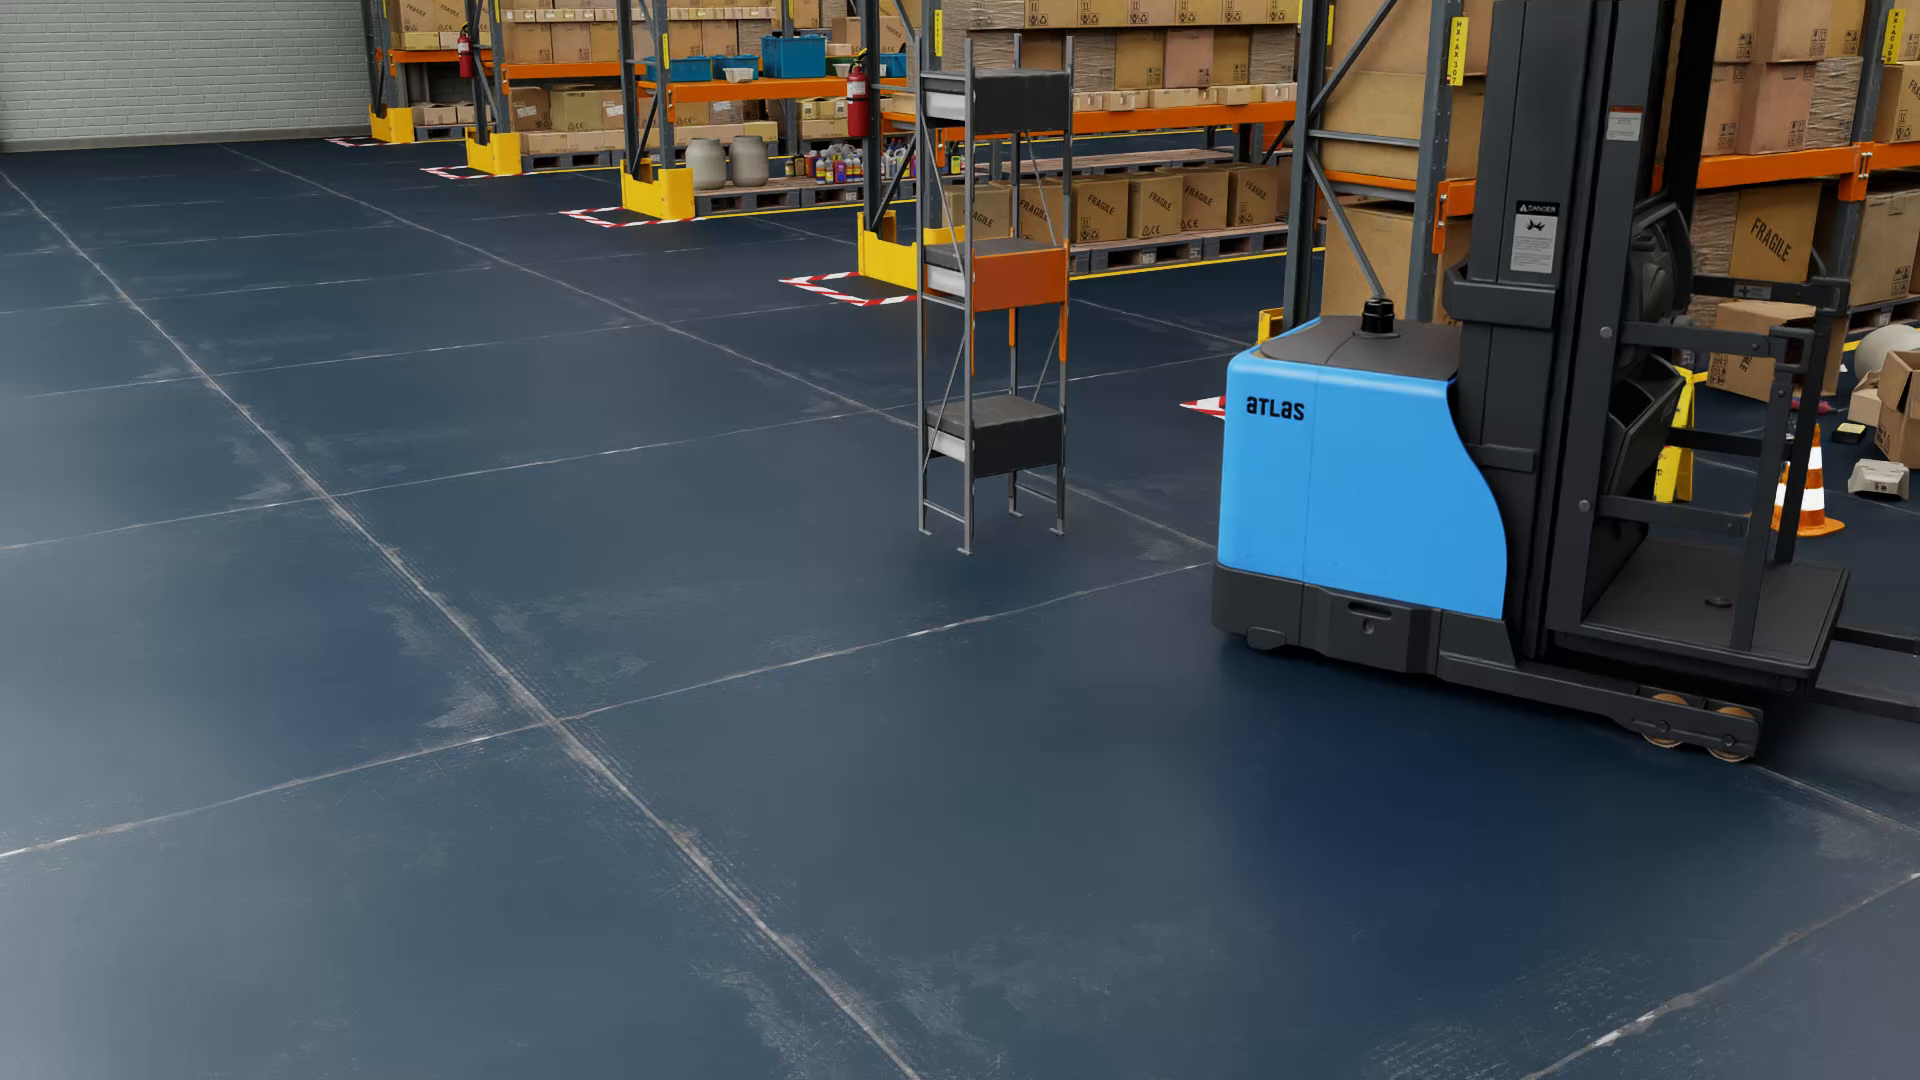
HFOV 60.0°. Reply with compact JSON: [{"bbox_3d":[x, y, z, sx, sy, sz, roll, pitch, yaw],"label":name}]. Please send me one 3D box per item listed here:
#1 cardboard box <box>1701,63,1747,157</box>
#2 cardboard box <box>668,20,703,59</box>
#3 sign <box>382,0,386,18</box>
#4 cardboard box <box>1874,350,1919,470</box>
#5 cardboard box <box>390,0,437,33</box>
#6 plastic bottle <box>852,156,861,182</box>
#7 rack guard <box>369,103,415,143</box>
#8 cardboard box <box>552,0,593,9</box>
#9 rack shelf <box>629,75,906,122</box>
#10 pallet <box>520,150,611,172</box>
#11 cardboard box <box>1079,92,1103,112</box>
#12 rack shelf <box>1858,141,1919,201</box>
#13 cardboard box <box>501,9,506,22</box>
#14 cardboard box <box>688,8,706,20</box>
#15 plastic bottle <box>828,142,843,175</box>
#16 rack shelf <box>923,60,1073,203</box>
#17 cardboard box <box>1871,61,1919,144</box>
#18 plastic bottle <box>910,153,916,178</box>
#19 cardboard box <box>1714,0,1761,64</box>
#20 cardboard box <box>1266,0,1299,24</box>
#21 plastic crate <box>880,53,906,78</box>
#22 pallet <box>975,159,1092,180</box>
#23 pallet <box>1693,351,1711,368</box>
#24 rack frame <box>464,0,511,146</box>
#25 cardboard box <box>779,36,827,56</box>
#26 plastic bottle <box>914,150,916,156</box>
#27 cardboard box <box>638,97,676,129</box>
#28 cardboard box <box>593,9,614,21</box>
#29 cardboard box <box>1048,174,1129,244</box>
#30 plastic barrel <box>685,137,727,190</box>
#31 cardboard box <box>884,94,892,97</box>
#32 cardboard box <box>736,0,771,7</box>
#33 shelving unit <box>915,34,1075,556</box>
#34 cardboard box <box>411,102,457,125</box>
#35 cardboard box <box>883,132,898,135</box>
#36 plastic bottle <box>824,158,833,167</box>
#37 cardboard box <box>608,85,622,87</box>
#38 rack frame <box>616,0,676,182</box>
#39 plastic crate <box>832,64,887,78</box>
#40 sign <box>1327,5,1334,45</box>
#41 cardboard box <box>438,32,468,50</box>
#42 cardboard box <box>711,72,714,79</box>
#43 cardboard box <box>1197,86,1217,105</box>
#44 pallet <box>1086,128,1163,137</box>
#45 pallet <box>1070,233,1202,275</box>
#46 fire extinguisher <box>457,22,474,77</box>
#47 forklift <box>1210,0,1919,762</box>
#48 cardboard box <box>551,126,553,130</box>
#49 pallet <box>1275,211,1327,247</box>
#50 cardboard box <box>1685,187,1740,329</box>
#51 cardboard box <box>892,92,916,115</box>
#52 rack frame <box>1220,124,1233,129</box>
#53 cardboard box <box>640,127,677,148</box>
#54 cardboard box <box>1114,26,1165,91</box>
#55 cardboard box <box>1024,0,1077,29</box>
[{"bbox_3d":[4.260,-2.682,10.262,0.550,0.550,0.875,-12,22,-31],"label":"cardboard box"},{"bbox_3d":[-3.790,-6.627,22.006,0.500,0.500,0.700,-12,22,-31],"label":"cardboard box"},{"bbox_3d":[-8.334,-7.726,24.062,0.005,0.325,0.100,-12,22,-31],"label":"sign"},{"bbox_3d":[5.065,-0.639,8.350,0.797,0.503,0.637,5,19,16],"label":"cardboard box"},{"bbox_3d":[-8.069,-7.758,24.542,0.500,0.500,0.500,-12,22,-31],"label":"cardboard box"},{"bbox_3d":[-1.129,-4.041,18.087,0.097,0.271,0.097,0,19,0],"label":"plastic bottle"},{"bbox_3d":[-8.570,-6.290,25.070,0.348,0.500,1.175,-12,22,-31],"label":"rack guard"},{"bbox_3d":[-5.028,-6.981,21.028,0.500,0.500,0.700,-13,22,-33],"label":"cardboard box"},{"bbox_3d":[-1.514,-4.822,17.949,4.000,0.370,1.077,-12,22,-31],"label":"rack shelf"},{"bbox_3d":[-5.290,-4.961,21.591,1.213,0.211,1.003,-12,22,-31],"label":"pallet"},{"bbox_3d":[0.949,-3.575,13.530,0.250,0.149,0.380,-12,22,-31],"label":"cardboard box"},{"bbox_3d":[7.194,-2.858,12.137,4.000,0.370,1.077,-12,22,-31],"label":"rack shelf"},{"bbox_3d":[-5.691,-6.609,20.943,0.250,0.149,0.380,-12,22,-32],"label":"cardboard box"},{"bbox_3d":[-3.525,-6.912,21.837,0.250,0.149,0.380,-12,22,-32],"label":"cardboard box"},{"bbox_3d":[-1.414,-4.297,18.720,0.185,0.351,0.144,-11,22,-29],"label":"plastic bottle"},{"bbox_3d":[0.138,-1.674,6.775,0.480,0.518,0.431,-12,22,-31],"label":"rack shelf"},{"bbox_3d":[6.111,-2.914,11.025,0.500,0.500,0.500,-12,22,-31],"label":"cardboard box"},{"bbox_3d":[-0.496,-4.173,18.459,0.133,0.283,0.061,-10,21,-28],"label":"plastic bottle"},{"bbox_3d":[4.275,-3.187,10.067,0.550,0.550,0.875,-12,22,-31],"label":"cardboard box"},{"bbox_3d":[2.656,-4.700,14.281,0.500,0.500,0.500,-12,22,-31],"label":"cardboard box"},{"bbox_3d":[-0.619,-5.177,18.108,0.616,0.251,0.499,-12,22,-31],"label":"plastic crate"},{"bbox_3d":[0.791,-4.343,19.762,1.213,0.211,1.003,-12,22,-31],"label":"pallet"},{"bbox_3d":[4.846,-1.412,11.092,1.213,0.211,1.003,-12,22,-31],"label":"pallet"},{"bbox_3d":[-5.905,-6.136,20.713,0.127,3.000,1.000,-12,22,-31],"label":"rack frame"},{"bbox_3d":[-2.178,-6.868,23.112,0.500,0.250,0.500,-10,21,-28],"label":"cardboard box"},{"bbox_3d":[-0.486,-4.244,18.682,0.135,0.276,0.152,-12,22,-31],"label":"plastic bottle"},{"bbox_3d":[-4.081,-5.687,21.848,0.500,0.500,0.500,-12,22,-31],"label":"cardboard box"},{"bbox_3d":[-4.598,-6.685,21.166,0.250,0.149,0.380,-13,23,-33],"label":"cardboard box"},{"bbox_3d":[1.084,-2.826,14.168,0.500,0.500,0.500,-10,21,-26],"label":"cardboard box"},{"bbox_3d":[-2.677,-3.968,17.526,0.421,0.512,0.421,0,19,0],"label":"plastic barrel"},{"bbox_3d":[-0.799,-6.280,23.900,0.500,0.311,0.500,-11,22,-30],"label":"cardboard box"},{"bbox_3d":[-2.932,-7.423,22.337,0.500,0.500,0.700,-12,22,-31],"label":"cardboard box"},{"bbox_3d":[0.138,-1.024,6.995,0.503,2.100,0.431,-12,22,-31],"label":"shelving unit"},{"bbox_3d":[-8.006,-6.493,25.279,0.500,0.311,0.500,-15,24,-37],"label":"cardboard box"},{"bbox_3d":[-1.233,-5.924,23.721,0.500,0.250,0.500,-13,22,-33],"label":"cardboard box"},{"bbox_3d":[-1.466,-4.166,18.566,0.097,0.201,0.097,0,19,0],"label":"plastic bottle"},{"bbox_3d":[-4.376,-5.830,22.273,0.500,0.500,0.500,-12,22,-31],"label":"cardboard box"},{"bbox_3d":[-3.184,-4.811,16.792,0.127,3.000,1.000,-12,22,-31],"label":"rack frame"},{"bbox_3d":[-1.060,-5.037,17.871,0.437,0.136,0.530,-12,22,-31],"label":"plastic crate"},{"bbox_3d":[3.185,-4.457,14.393,0.005,0.325,0.100,-12,22,-31],"label":"sign"},{"bbox_3d":[-7.625,-7.496,24.936,0.500,0.250,0.500,-13,22,-33],"label":"cardboard box"},{"bbox_3d":[-4.321,-7.757,27.553,0.500,0.250,0.500,-12,22,-33],"label":"cardboard box"},{"bbox_3d":[1.978,-3.803,14.203,0.250,0.149,0.380,-12,22,-31],"label":"cardboard box"},{"bbox_3d":[2.438,-6.560,26.318,1.213,0.211,1.003,-12,22,-31],"label":"pallet"},{"bbox_3d":[1.319,-2.526,14.386,1.213,0.211,1.003,-12,22,-31],"label":"pallet"},{"bbox_3d":[-6.260,-6.203,21.031,0.183,0.674,0.296,-12,22,-31],"label":"fire extinguisher"},{"bbox_3d":[2.443,-0.890,5.300,3.031,2.935,1.130,11,22,30],"label":"forklift"},{"bbox_3d":[-5.209,-5.298,21.869,0.500,0.250,0.500,-12,22,-31],"label":"cardboard box"},{"bbox_3d":[3.530,-3.007,15.810,1.213,0.211,1.003,-12,22,-31],"label":"pallet"},{"bbox_3d":[4.209,-1.787,10.508,0.875,0.875,0.875,-12,22,-31],"label":"cardboard box"},{"bbox_3d":[-0.336,-3.473,13.225,0.250,0.149,0.380,-12,22,-31],"label":"cardboard box"},{"bbox_3d":[4.117,-8.250,26.965,0.127,3.000,1.000,-12,22,-31],"label":"rack frame"},{"bbox_3d":[-4.082,-5.332,21.969,0.500,0.250,0.500,-12,22,-31],"label":"cardboard box"},{"bbox_3d":[1.231,-4.046,13.907,0.500,0.500,0.875,-12,22,-31],"label":"cardboard box"},{"bbox_3d":[0.570,-4.258,12.975,0.500,0.500,0.500,-12,22,-31],"label":"cardboard box"}]
